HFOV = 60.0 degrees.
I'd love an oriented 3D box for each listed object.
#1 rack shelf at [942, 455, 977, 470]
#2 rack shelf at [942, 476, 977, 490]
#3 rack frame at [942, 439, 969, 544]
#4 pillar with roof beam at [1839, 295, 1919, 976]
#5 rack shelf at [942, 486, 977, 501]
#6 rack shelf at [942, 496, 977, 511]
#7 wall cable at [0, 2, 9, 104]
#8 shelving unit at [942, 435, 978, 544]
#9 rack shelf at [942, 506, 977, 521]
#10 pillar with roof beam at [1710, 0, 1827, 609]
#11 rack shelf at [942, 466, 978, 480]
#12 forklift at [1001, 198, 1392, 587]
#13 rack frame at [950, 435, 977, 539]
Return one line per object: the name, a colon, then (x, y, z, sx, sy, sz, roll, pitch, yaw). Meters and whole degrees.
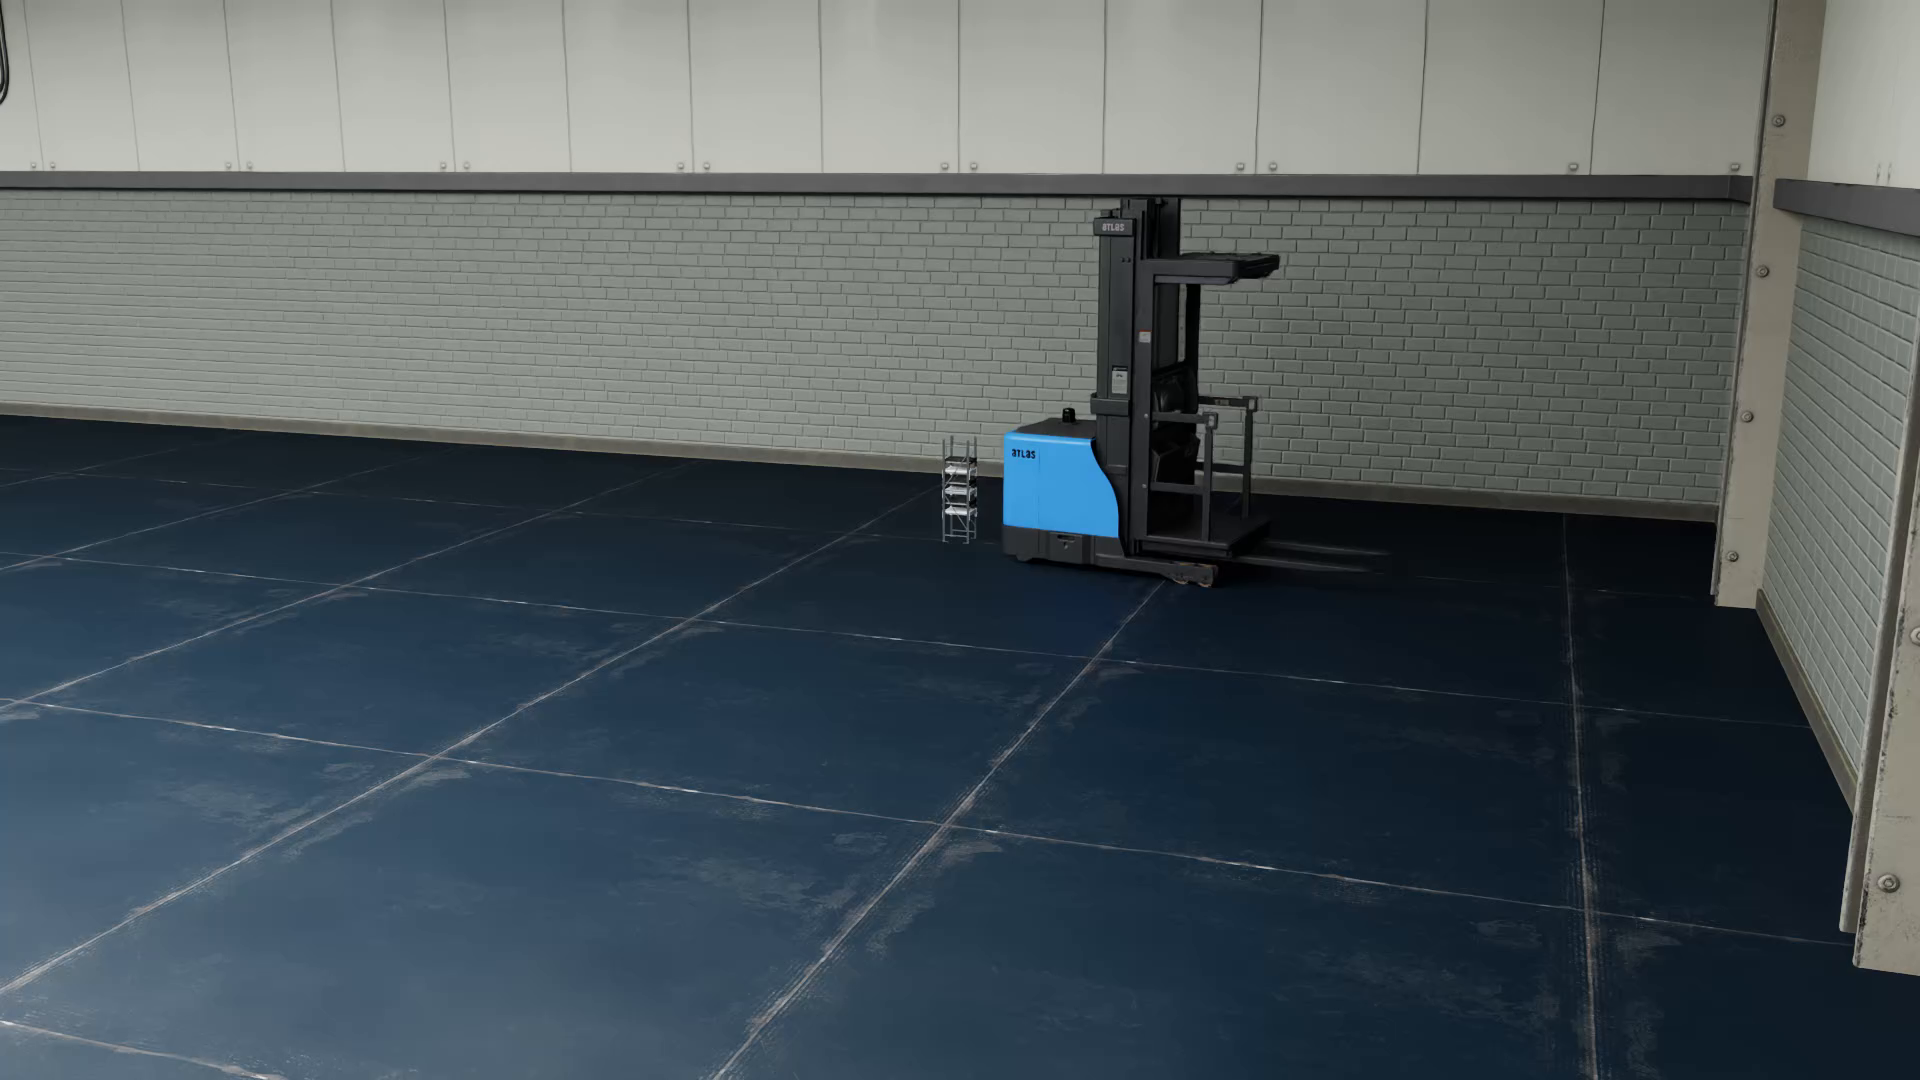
rack shelf: (-0.003, -0.668, 14.328, 0.258, 0.077, 0.200, 4, 14, 18)
rack shelf: (-0.003, -0.492, 14.368, 0.258, 0.077, 0.200, 4, 14, 18)
rack frame: (-0.036, -0.416, 14.287, 0.240, 0.900, 0.006, 4, 14, 18)
pillar with roof beam: (-0.194, -2.978, 7.311, 9.100, 9.000, 0.400, 4, 14, 18)
rack shelf: (-0.003, -0.405, 14.388, 0.258, 0.077, 0.200, 4, 14, 18)
rack shelf: (-0.003, -0.317, 14.408, 0.258, 0.077, 0.200, 4, 14, 18)
wall cable: (-12.802, -7.695, 20.337, 2.305, 6.003, 0.169, 4, 14, 18)
shelving unit: (-0.003, -0.437, 14.380, 0.258, 0.900, 0.210, 4, 14, 18)
rack shelf: (-0.003, -0.229, 14.428, 0.258, 0.077, 0.200, 4, 14, 18)
pillar with roof beam: (1.748, -4.241, 12.846, 9.100, 9.000, 0.400, 4, 14, 18)
rack shelf: (-0.003, -0.580, 14.348, 0.258, 0.077, 0.200, 4, 14, 18)
forklift: (1.890, -1.198, 13.151, 3.031, 2.935, 1.130, 7, 14, 27)
rack frame: (0.030, -0.458, 14.474, 0.240, 0.900, 0.006, 4, 14, 18)
